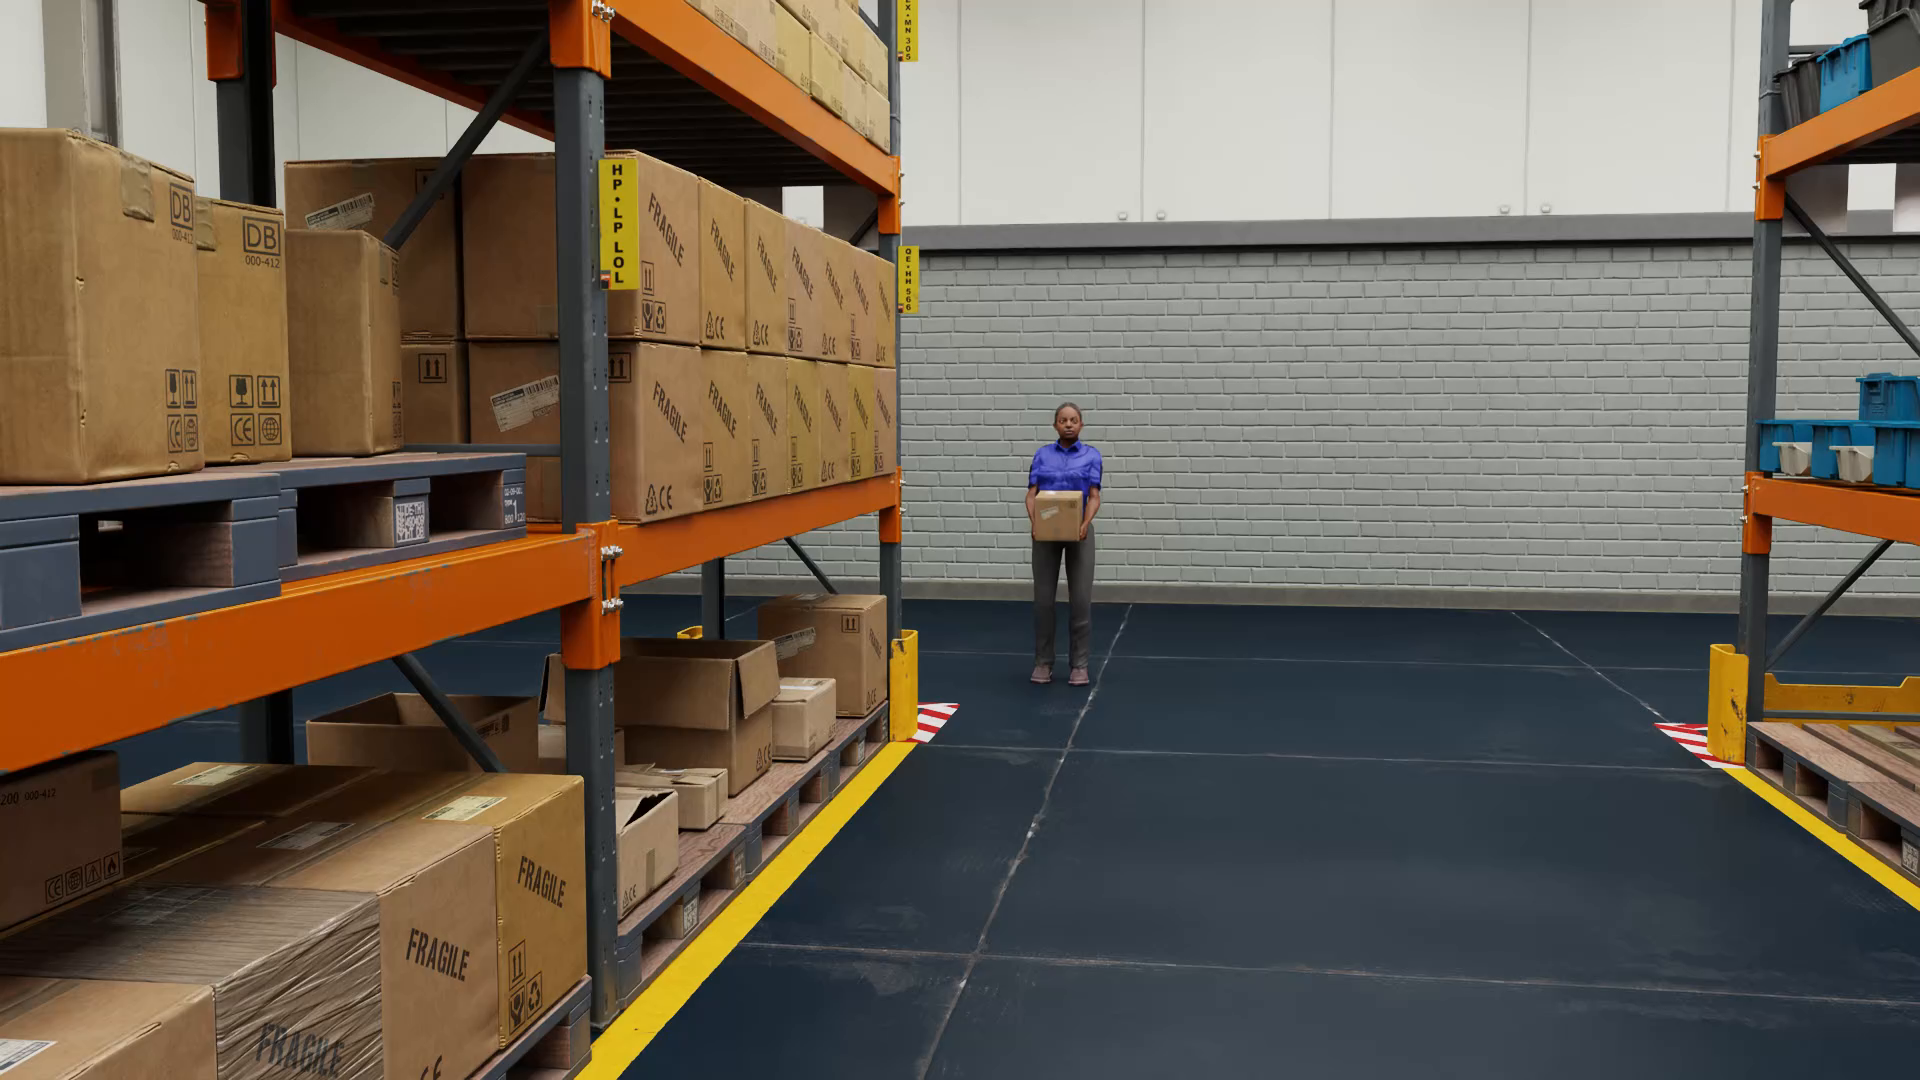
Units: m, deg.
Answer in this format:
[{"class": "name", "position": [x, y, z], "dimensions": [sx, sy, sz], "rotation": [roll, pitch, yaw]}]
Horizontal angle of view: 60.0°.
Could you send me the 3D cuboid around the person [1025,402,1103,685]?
[{"class": "person", "position": [0.600, 0.020, 9.754], "dimensions": [0.451, 1.650, 0.512], "rotation": [1, 5, 10]}]
